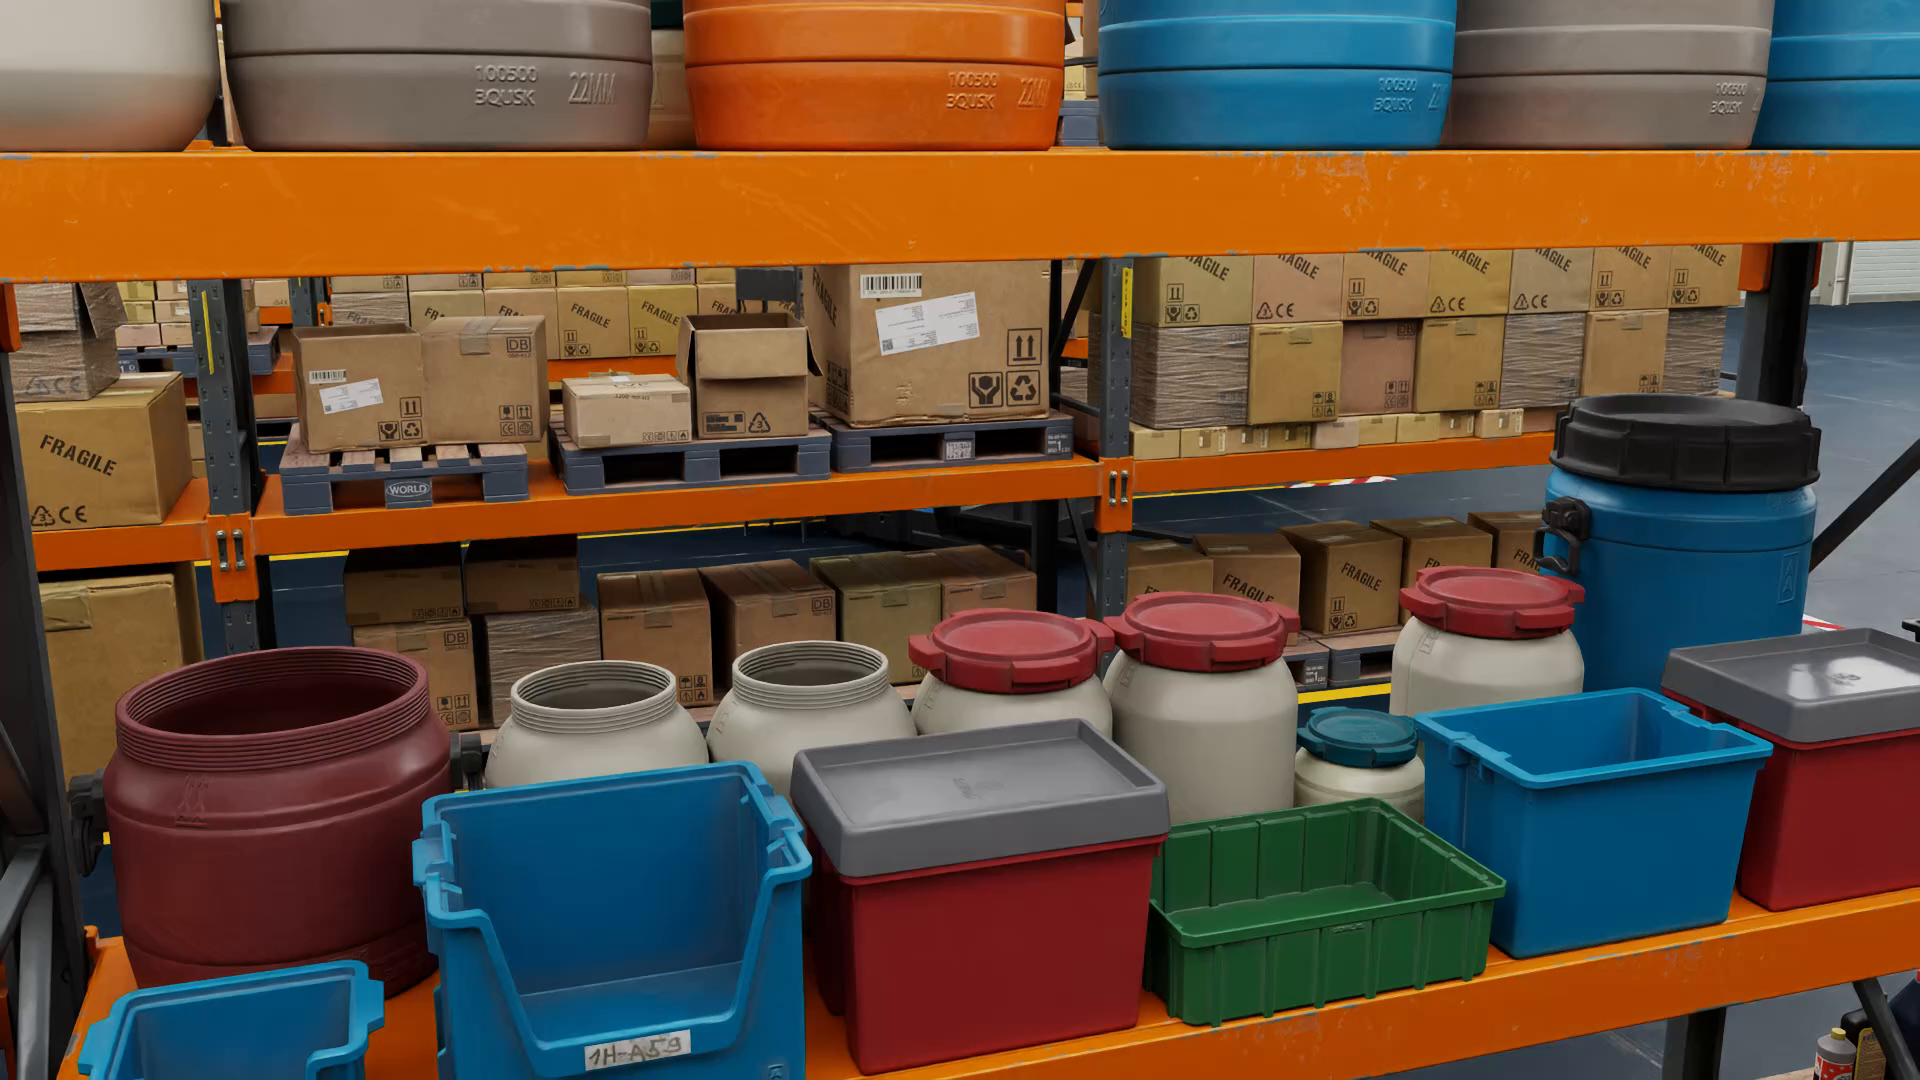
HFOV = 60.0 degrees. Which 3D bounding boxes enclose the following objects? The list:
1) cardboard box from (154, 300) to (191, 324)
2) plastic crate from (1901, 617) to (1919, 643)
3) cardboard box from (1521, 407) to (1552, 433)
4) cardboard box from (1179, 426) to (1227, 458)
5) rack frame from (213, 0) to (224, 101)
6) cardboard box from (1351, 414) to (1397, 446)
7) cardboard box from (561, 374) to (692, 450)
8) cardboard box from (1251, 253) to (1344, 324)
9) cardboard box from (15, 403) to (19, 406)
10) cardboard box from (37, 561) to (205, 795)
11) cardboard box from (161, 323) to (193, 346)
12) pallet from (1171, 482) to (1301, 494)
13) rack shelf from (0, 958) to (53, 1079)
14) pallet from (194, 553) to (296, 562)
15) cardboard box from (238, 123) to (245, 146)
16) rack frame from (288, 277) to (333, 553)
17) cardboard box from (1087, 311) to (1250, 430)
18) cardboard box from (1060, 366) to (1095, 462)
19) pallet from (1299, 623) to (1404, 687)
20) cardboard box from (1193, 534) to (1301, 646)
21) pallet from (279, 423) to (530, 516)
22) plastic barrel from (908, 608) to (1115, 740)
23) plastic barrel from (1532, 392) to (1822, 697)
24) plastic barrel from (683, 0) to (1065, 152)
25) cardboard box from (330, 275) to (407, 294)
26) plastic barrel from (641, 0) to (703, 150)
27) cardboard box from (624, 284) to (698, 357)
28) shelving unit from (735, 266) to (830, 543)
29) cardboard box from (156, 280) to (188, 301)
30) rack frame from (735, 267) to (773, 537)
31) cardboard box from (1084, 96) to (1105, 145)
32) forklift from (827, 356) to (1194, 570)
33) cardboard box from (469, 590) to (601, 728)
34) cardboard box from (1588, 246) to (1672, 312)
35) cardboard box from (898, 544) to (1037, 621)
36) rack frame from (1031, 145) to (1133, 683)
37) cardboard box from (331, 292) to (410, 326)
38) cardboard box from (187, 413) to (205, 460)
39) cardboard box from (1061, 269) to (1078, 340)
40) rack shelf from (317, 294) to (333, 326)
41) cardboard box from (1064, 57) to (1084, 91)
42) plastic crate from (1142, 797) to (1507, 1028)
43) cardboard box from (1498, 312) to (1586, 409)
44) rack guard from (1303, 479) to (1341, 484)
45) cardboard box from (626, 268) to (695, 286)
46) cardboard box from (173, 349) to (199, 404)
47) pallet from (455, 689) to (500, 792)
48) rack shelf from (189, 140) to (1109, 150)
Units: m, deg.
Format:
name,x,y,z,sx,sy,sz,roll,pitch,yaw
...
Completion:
name,x,y,z,sx,sy,sz,roll,pitch,yaw
cardboard box,-5.243,-1.551,11.175,0.250,0.149,0.380,-4,14,-16
plastic crate,2.726,0.425,4.008,0.504,0.338,0.767,-4,14,-18
cardboard box,3.017,-0.692,9.111,0.250,0.149,0.380,-4,14,-18
cardboard box,1.151,-0.524,8.407,0.250,0.149,0.380,-4,14,-18
rack frame,-3.181,-3.304,6.587,0.127,3.000,1.000,-4,14,-18
cardboard box,2.086,-0.606,8.752,0.250,0.149,0.380,-4,14,-18
cardboard box,-1.520,-0.590,7.558,0.500,0.250,0.500,-5,14,-20
cardboard box,1.591,-1.375,8.423,0.500,0.500,0.500,-4,14,-18
cardboard box,-4.044,-0.308,6.739,0.500,0.500,0.500,-5,14,-19
cardboard box,-3.842,0.490,7.284,0.875,0.875,1.225,-5,14,-21
cardboard box,-5.224,-1.408,11.214,0.250,0.149,0.380,-4,14,-18
pallet,2.182,-0.638,14.371,1.213,0.211,1.003,-4,14,-18
rack shelf,-3.497,1.198,2.177,4.000,0.370,1.077,-4,14,-18
pallet,-5.409,-0.067,11.968,1.213,0.211,1.003,-4,14,-18
cardboard box,-5.294,-3.005,11.596,0.500,0.500,0.500,-4,14,-18
rack frame,-4.667,-1.481,11.886,0.127,3.000,1.000,-4,14,-18
cardboard box,1.056,-0.894,8.559,0.500,0.500,0.875,-4,14,-18
cardboard box,0.595,-1.045,13.738,0.875,0.875,0.875,-4,14,-18
pallet,2.393,0.528,9.468,1.213,0.211,1.003,-4,14,-18
cardboard box,1.542,0.266,9.035,0.500,0.500,0.500,0,13,0
pallet,-2.540,-0.368,7.623,1.003,0.211,1.213,-4,14,-18
plastic barrel,0.107,0.448,3.483,0.433,0.535,0.433,0,13,0
plastic barrel,1.727,0.124,4.057,0.708,0.901,0.600,-4,14,-18
plastic barrel,-0.134,-1.029,2.575,0.708,0.830,0.600,-4,14,-18
cardboard box,-4.239,-2.047,11.889,0.500,0.500,0.700,-5,14,-18
plastic barrel,-0.471,-0.836,2.993,0.301,0.262,0.301,0,13,0
cardboard box,-2.244,-1.653,12.394,0.500,0.500,0.500,-4,14,-17
shelving unit,-1.281,-1.063,12.066,0.503,2.100,0.431,6,15,23
cardboard box,-5.225,-1.698,11.147,0.250,0.149,0.380,-5,14,-19
rack frame,-1.504,-1.086,12.162,0.015,2.100,0.400,6,15,23
cardboard box,0.959,-2.158,8.575,0.500,0.250,0.500,-4,14,-16
forklift,0.488,-1.336,11.426,3.031,2.935,1.130,10,17,37
cardboard box,-2.031,0.519,7.930,0.500,0.500,0.700,-6,15,-23
cardboard box,3.486,-1.523,9.043,0.500,0.500,0.500,-4,14,-18
cardboard box,0.021,0.362,8.590,0.500,0.500,0.700,-6,14,-22
rack frame,0.610,-0.681,8.523,0.127,3.000,1.000,-4,14,-18
cardboard box,-4.156,-1.503,11.765,0.500,0.500,0.500,-4,14,-17
cardboard box,-5.232,-0.726,11.586,0.500,0.250,0.500,-5,14,-19
cardboard box,0.533,-1.938,13.486,0.550,0.550,0.875,-4,14,-18
rack shelf,-4.446,-2.357,17.123,4.000,0.370,1.077,-4,14,-18
cardboard box,0.632,-3.610,12.911,0.500,0.250,0.500,-5,14,-19
plastic crate,0.629,0.699,3.180,0.662,0.188,0.450,-4,14,-18
cardboard box,2.948,-1.044,9.191,0.500,0.500,0.875,-4,14,-18
rack guard,2.937,-0.857,14.665,0.348,0.500,1.175,-4,14,-18
cardboard box,-2.311,-2.198,12.523,0.500,0.500,0.700,-4,14,-18
cardboard box,-7.870,-1.632,16.206,0.875,0.875,0.875,-4,14,-17
pallet,-2.440,0.914,7.845,1.213,0.211,1.003,-4,14,-18
rack shelf,-1.286,-1.642,7.638,4.000,0.370,1.077,-4,14,-18
